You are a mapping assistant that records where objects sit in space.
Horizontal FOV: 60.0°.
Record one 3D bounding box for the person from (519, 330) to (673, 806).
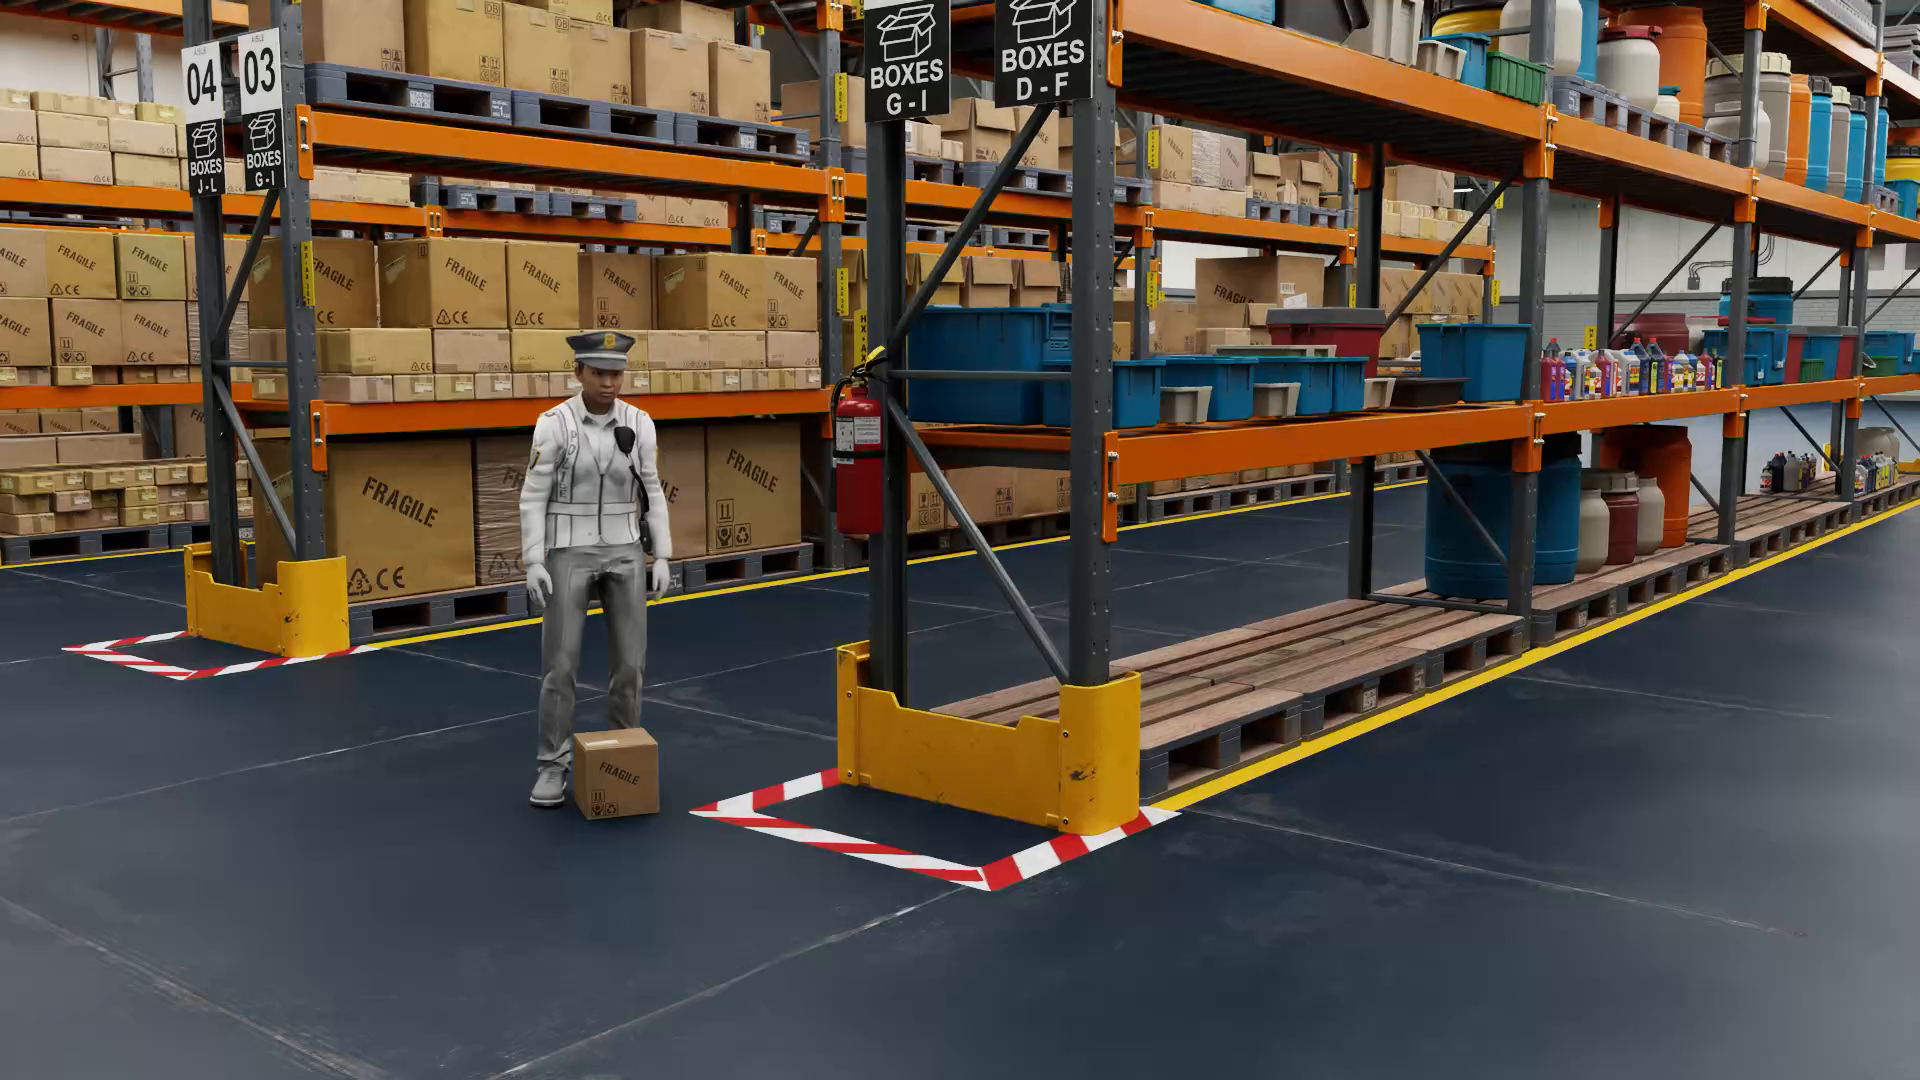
[{"bbox_3d":[-1.303,0.088,5.968,0.549,1.667,0.370,-3,7,-24],"label":"person"}]
